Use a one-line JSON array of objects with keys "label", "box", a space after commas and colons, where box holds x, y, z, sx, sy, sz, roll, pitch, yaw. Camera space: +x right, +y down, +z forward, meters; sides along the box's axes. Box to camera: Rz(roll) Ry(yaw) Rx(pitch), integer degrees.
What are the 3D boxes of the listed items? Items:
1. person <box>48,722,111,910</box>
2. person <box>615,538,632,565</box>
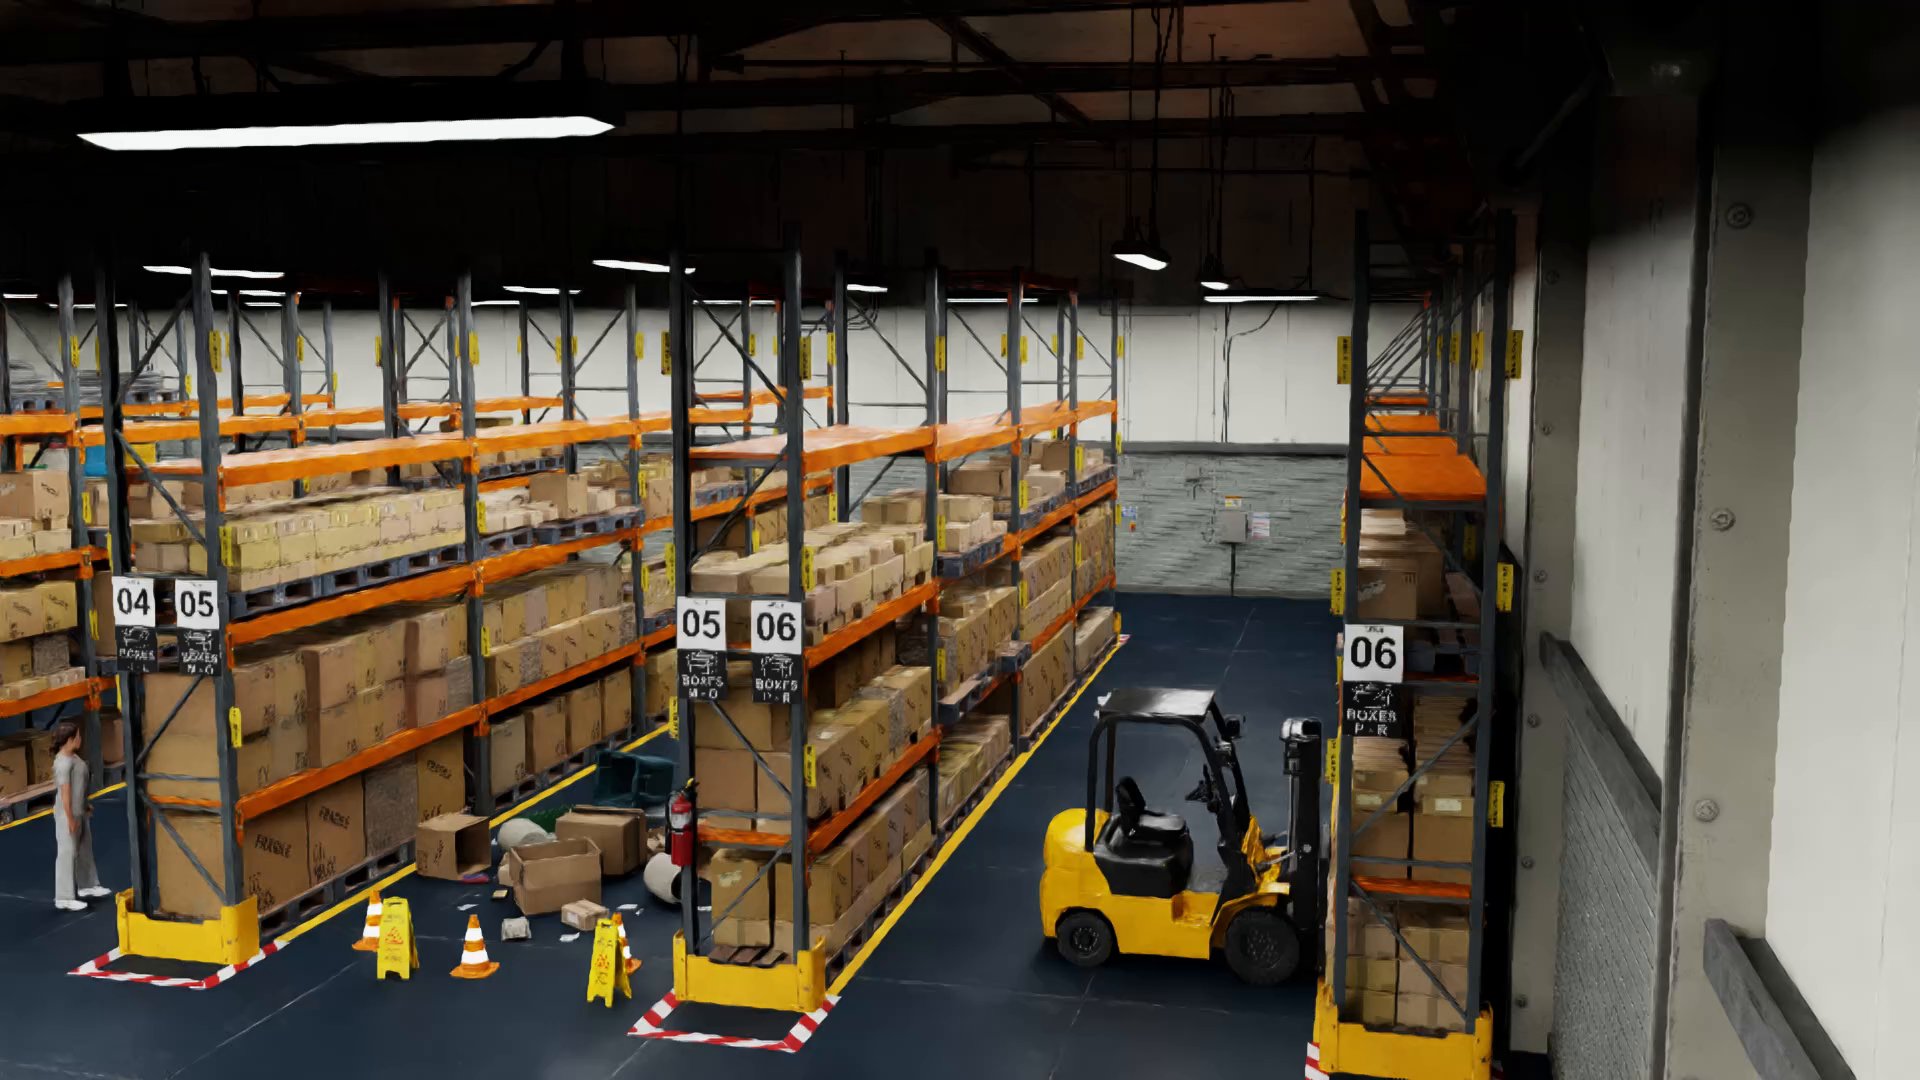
[{"label": "person", "box": [-8.031, 2.483, 15.141, 0.432, 1.677, 0.496, -2, 7, -17]}, {"label": "person", "box": [-5.931, 0.741, 29.398, 0.575, 1.665, 0.572, 5, 9, 35]}]
